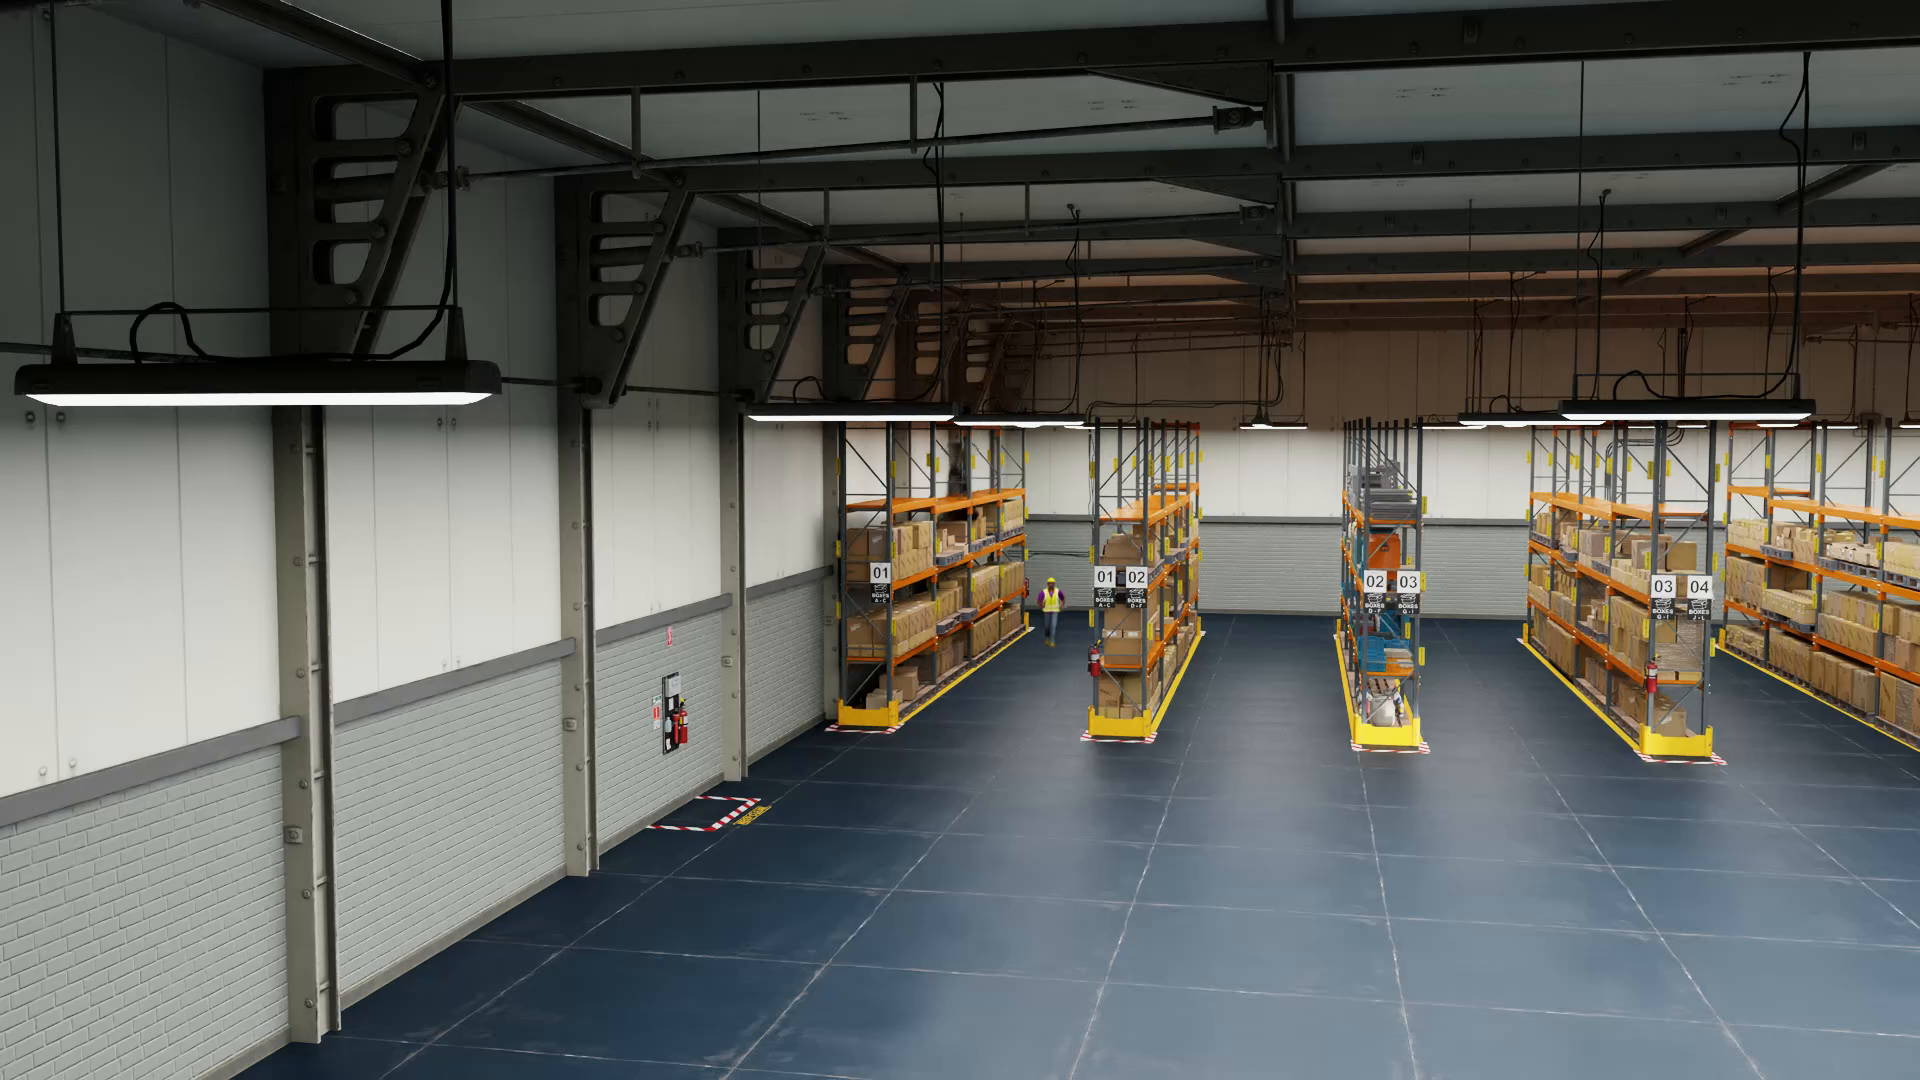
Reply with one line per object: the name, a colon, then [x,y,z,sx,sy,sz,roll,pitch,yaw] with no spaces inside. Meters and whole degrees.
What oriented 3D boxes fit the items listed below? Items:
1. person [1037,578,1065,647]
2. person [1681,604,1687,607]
person: [2.316,1.837,42.135,0.714,1.751,0.694,0,4,3]
person: [19.418,1.977,44.612,0.553,1.706,0.698,-3,5,-36]
